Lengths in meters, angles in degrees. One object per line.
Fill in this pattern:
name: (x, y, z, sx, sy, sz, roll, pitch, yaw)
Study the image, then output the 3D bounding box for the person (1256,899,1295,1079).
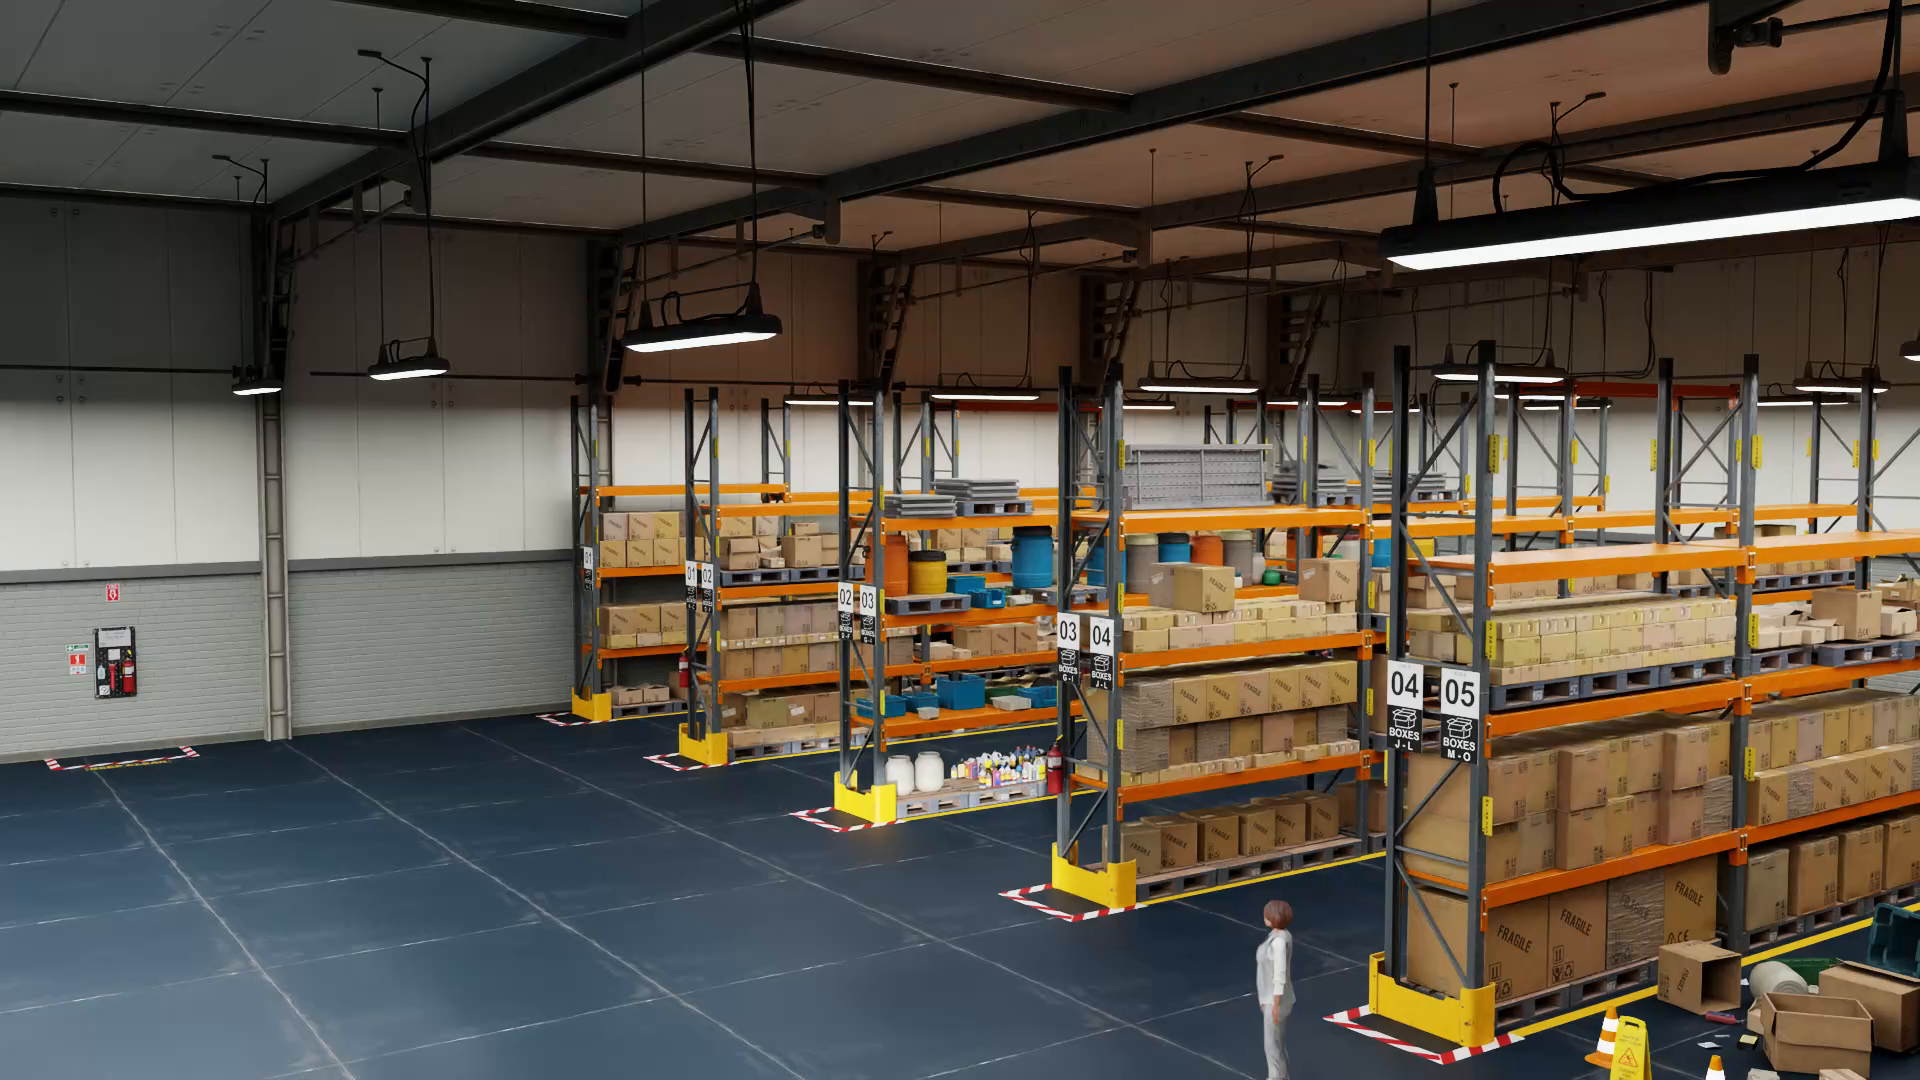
person: (2.401, 3.588, 12.850, 0.374, 1.606, 0.496, 0, 3, 6)

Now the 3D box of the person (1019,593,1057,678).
person: (1.693, 1.938, 33.915, 0.995, 1.738, 0.589, -3, 4, -37)

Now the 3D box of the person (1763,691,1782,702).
person: (11.541, 2.947, 23.781, 0.433, 1.738, 0.533, 1, 4, 12)
